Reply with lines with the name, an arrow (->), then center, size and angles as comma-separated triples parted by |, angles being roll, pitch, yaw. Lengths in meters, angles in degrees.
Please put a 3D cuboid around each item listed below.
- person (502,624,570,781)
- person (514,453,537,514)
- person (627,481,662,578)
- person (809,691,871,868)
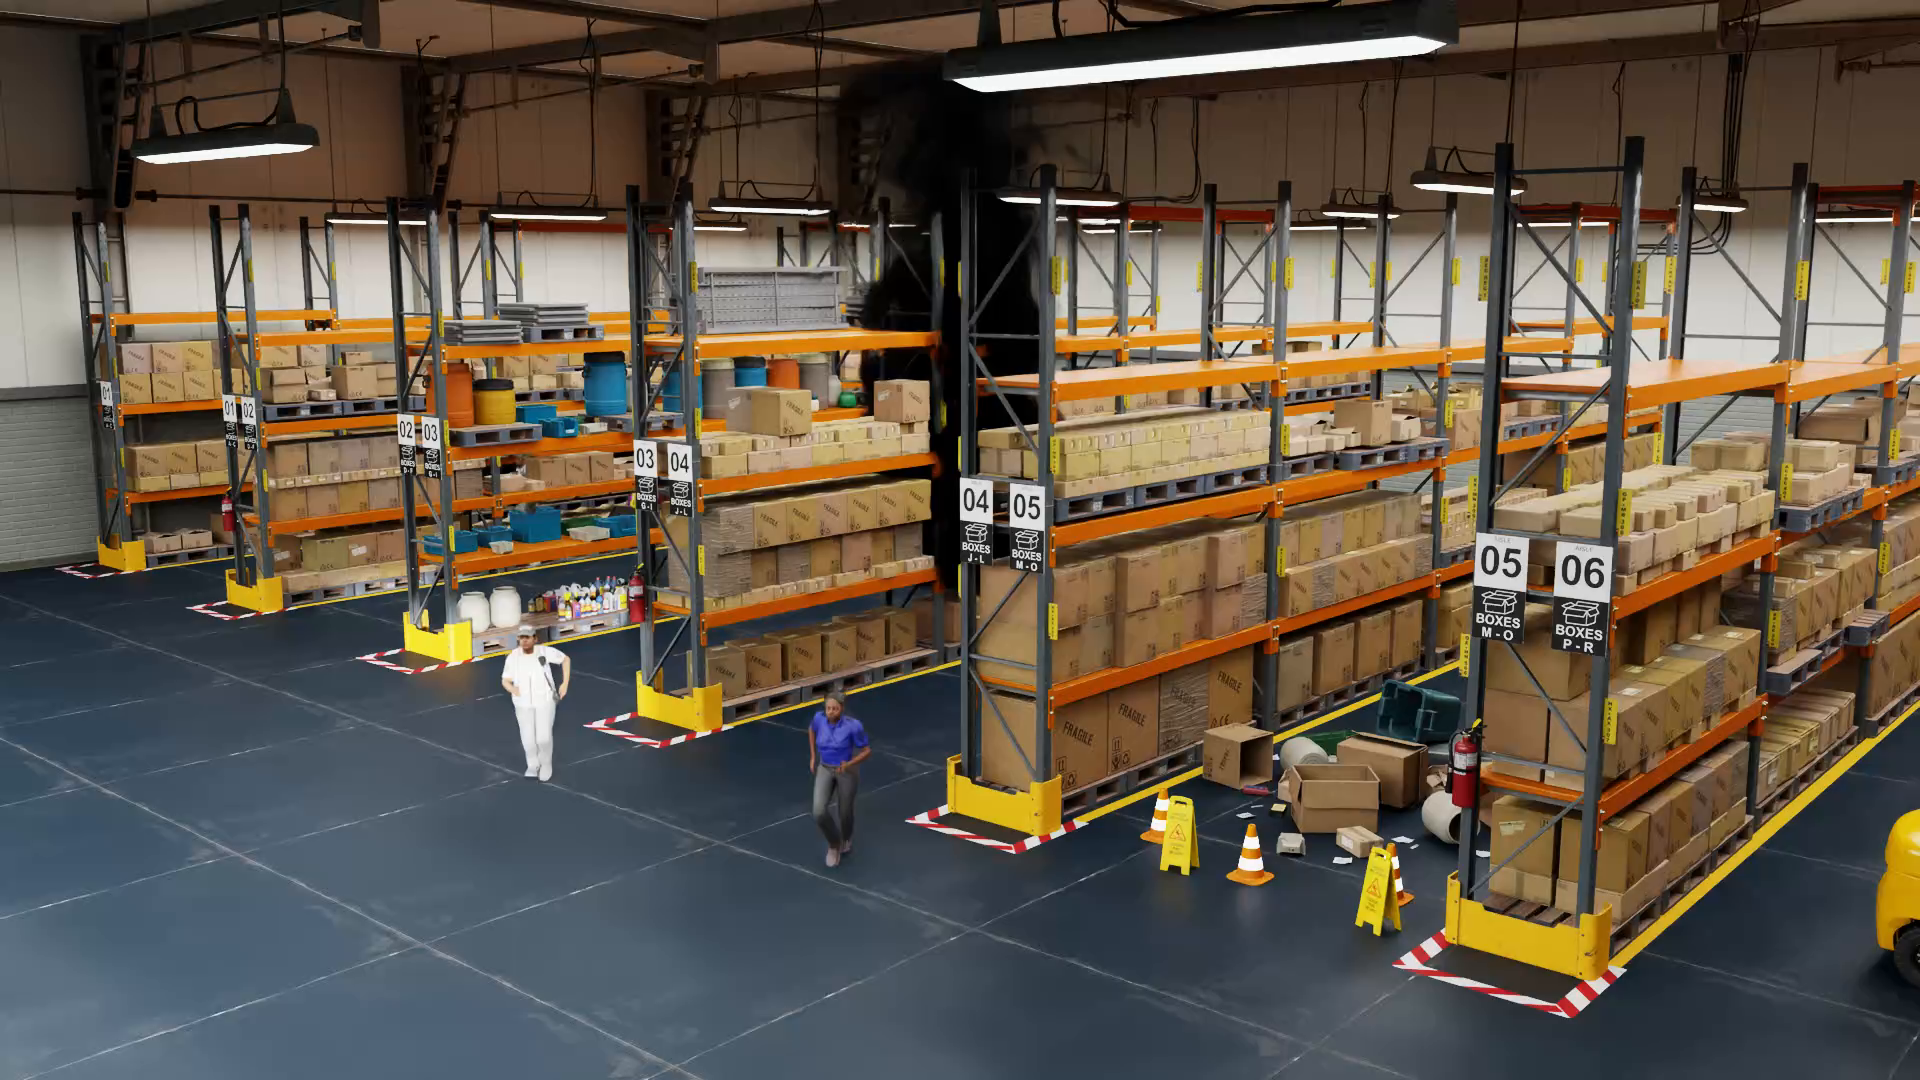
person -> -4.209, 1.625, 16.516 | 0.621, 1.620, 0.800 | 0, 9, -3
person -> -7.967, -0.781, 30.696 | 0.659, 1.752, 0.659 | 8, 13, 41
person -> -5.091, -0.149, 26.725 | 0.683, 1.808, 0.845 | 6, 11, 34
person -> -1.041, 2.044, 14.374 | 0.599, 1.602, 0.830 | 2, 10, 9
